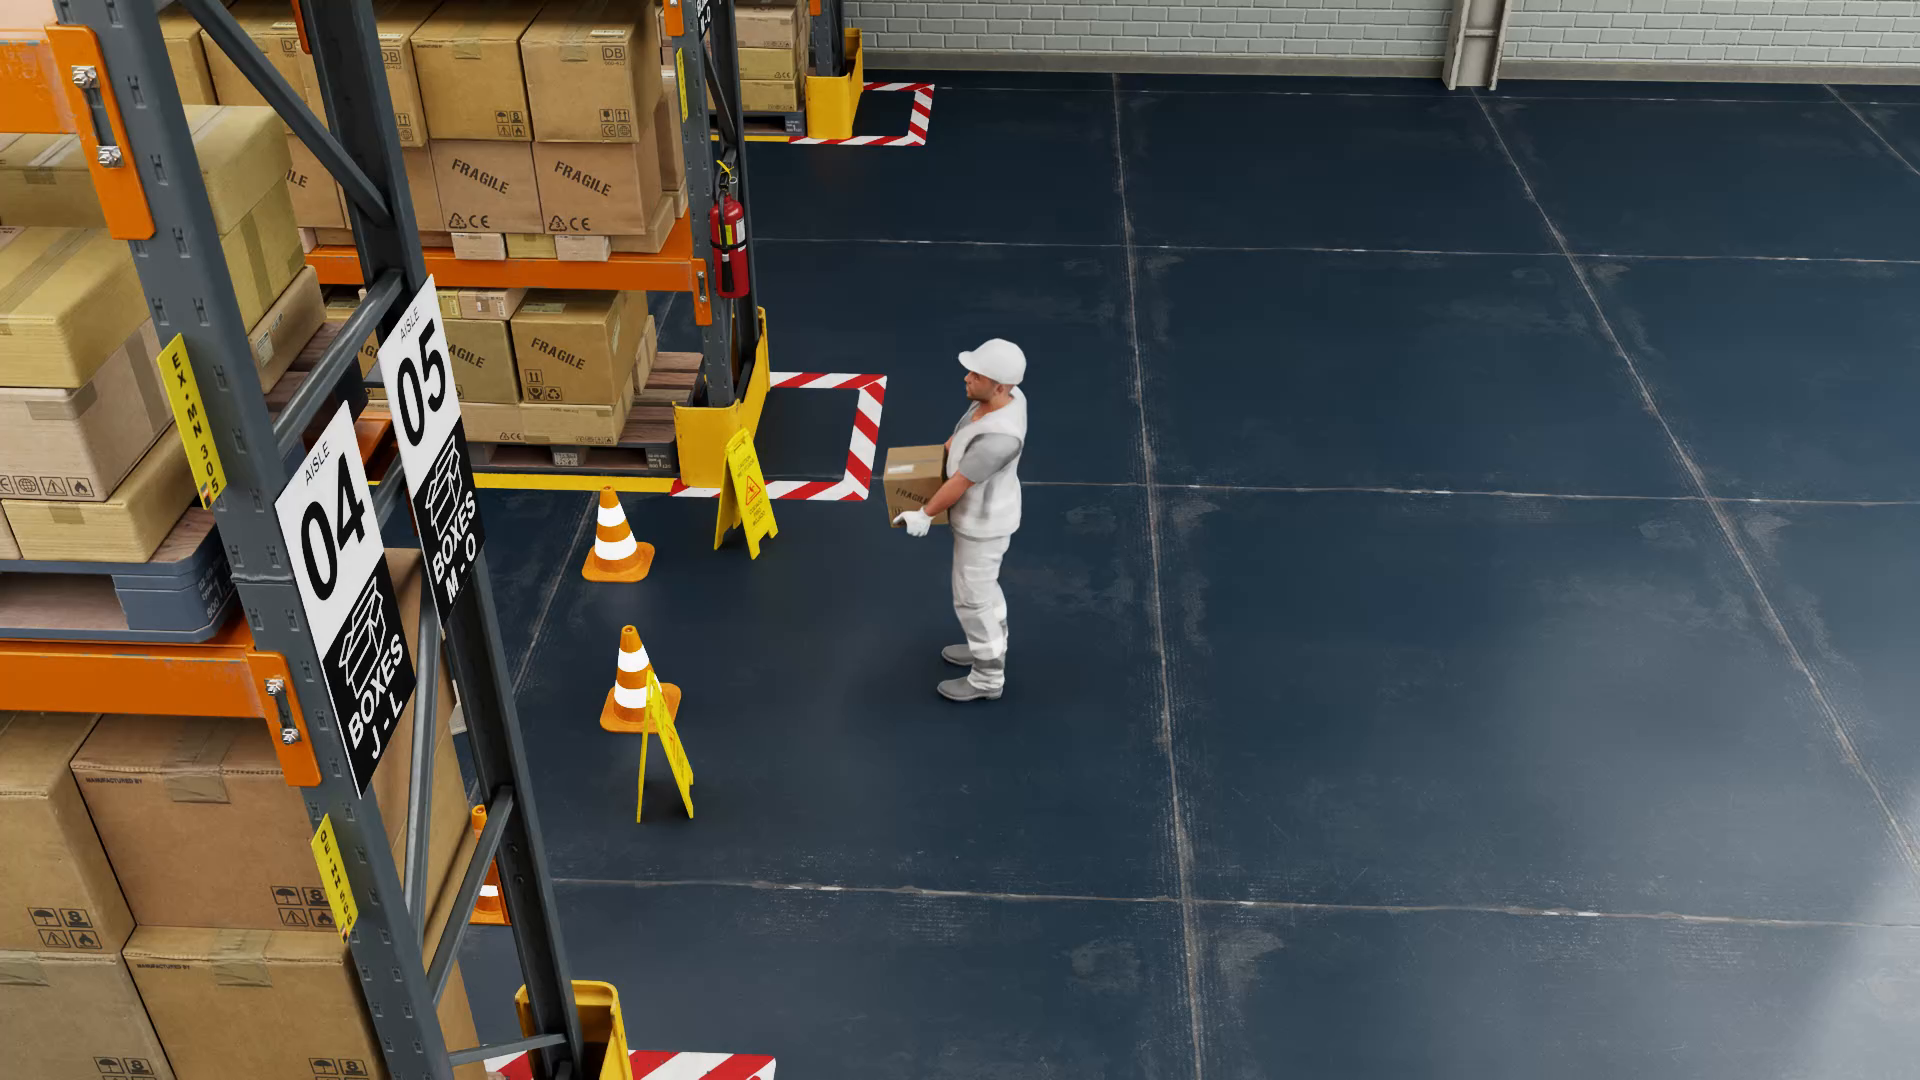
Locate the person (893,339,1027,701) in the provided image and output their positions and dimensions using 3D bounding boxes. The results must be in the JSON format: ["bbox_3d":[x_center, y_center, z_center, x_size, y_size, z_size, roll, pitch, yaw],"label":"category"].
[{"bbox_3d":[-0.002,-0.083,7.219,0.558,1.783,0.494,2,35,3],"label":"person"}]
